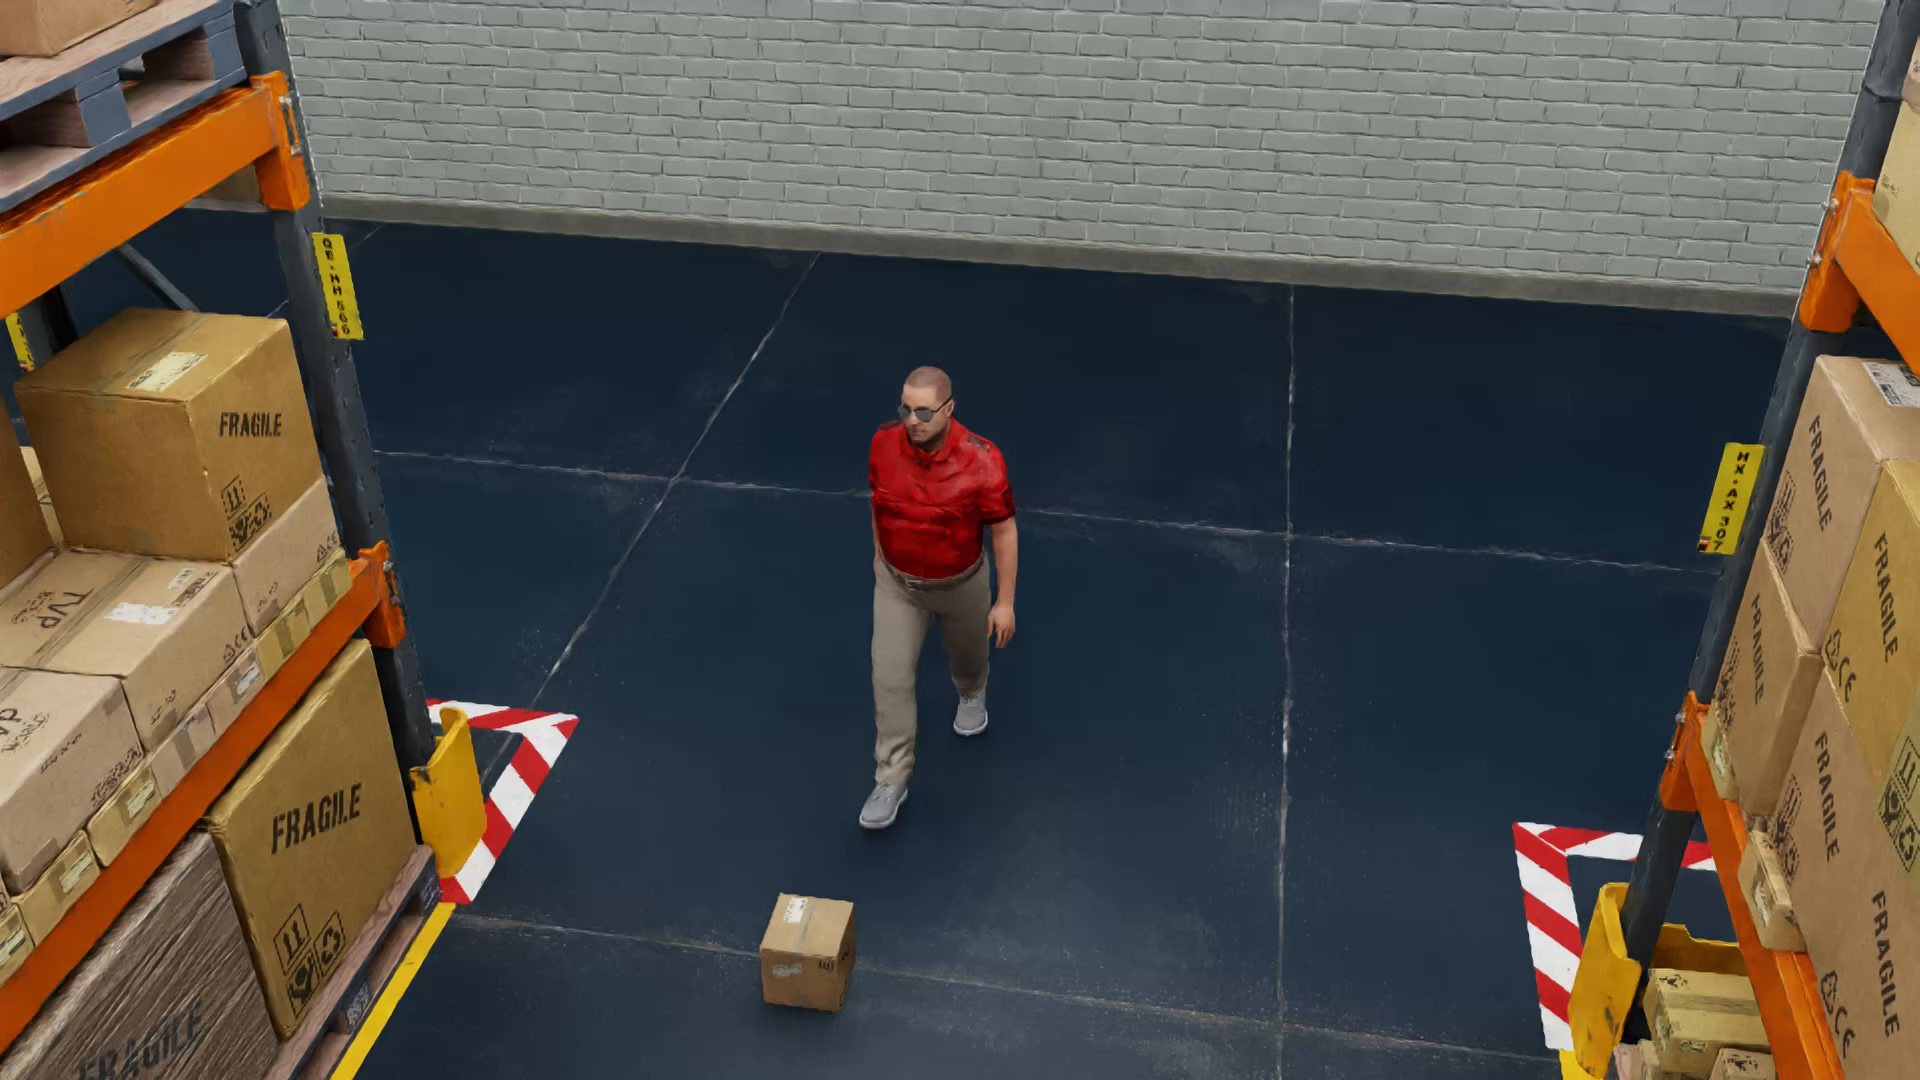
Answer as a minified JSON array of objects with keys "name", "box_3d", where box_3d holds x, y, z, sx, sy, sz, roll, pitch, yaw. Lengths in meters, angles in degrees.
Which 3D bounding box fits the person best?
[{"name":"person","box_3d":[-0.080,0.158,5.916,0.605,1.686,0.963,9,33,14]}]
